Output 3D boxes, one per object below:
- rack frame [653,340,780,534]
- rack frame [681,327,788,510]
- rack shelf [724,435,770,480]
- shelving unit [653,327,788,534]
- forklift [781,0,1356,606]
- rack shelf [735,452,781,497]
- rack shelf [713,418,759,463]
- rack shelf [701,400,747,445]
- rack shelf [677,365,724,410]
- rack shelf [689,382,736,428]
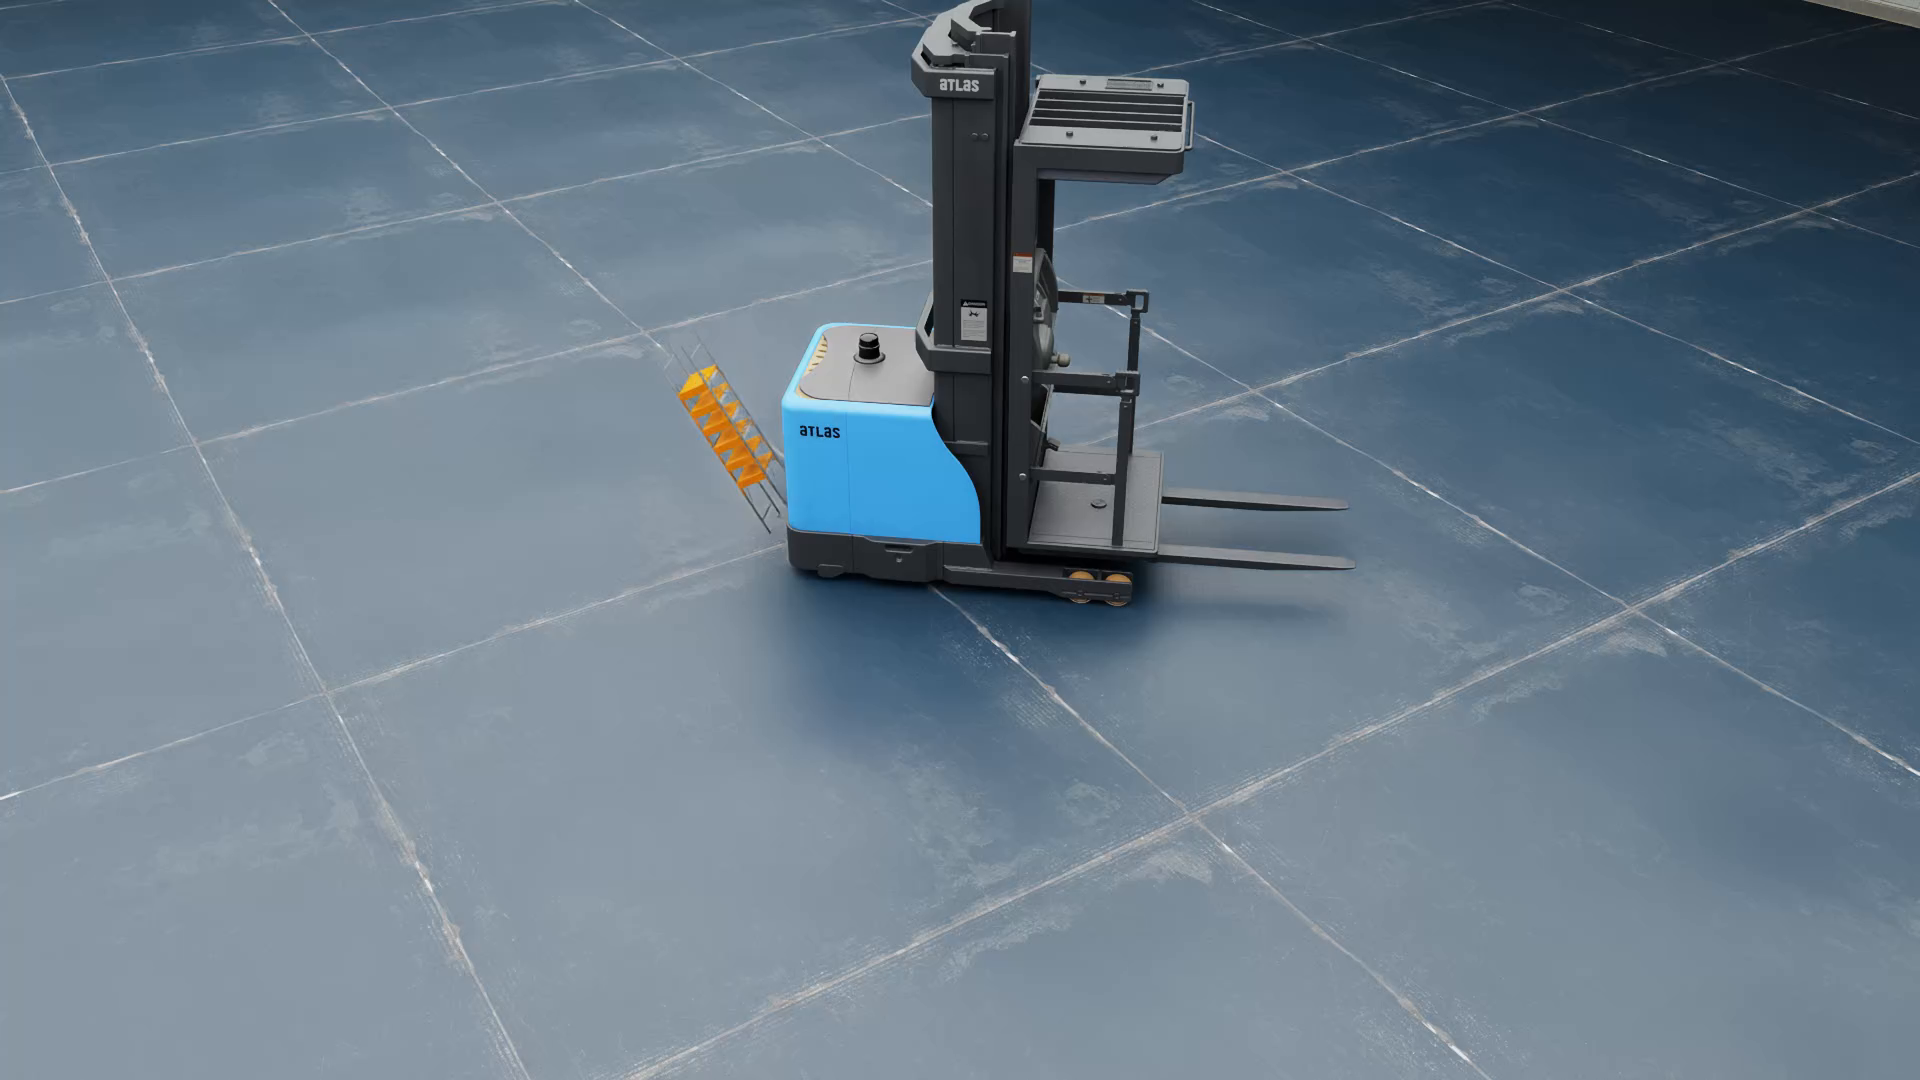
[{"bbox_3d":[-1.345,-0.567,9.277,0.006,1.200,0.240,-21,26,22],"label":"rack frame"},{"bbox_3d":[-1.186,-0.629,9.210,0.006,1.200,0.240,-21,26,22],"label":"rack frame"},{"bbox_3d":[-1.188,-0.470,9.310,0.180,0.103,0.258,-21,26,22],"label":"rack shelf"},{"bbox_3d":[-1.266,-0.598,9.243,0.189,1.200,0.258,-21,26,22],"label":"shelving unit"},{"bbox_3d":[0.624,-1.193,8.516,3.031,2.935,1.130,4,32,7],"label":"forklift"},{"bbox_3d":[-1.131,-0.376,9.359,0.180,0.103,0.258,-21,26,22],"label":"rack shelf"},{"bbox_3d":[-1.245,-0.563,9.261,0.180,0.103,0.258,-21,26,22],"label":"rack shelf"},{"bbox_3d":[-1.302,-0.657,9.212,0.180,0.103,0.258,-21,26,22],"label":"rack shelf"},{"bbox_3d":[-1.415,-0.844,9.115,0.180,0.103,0.258,-21,26,22],"label":"rack shelf"},{"bbox_3d":[-1.359,-0.751,9.163,0.180,0.103,0.258,-21,26,22],"label":"rack shelf"}]
